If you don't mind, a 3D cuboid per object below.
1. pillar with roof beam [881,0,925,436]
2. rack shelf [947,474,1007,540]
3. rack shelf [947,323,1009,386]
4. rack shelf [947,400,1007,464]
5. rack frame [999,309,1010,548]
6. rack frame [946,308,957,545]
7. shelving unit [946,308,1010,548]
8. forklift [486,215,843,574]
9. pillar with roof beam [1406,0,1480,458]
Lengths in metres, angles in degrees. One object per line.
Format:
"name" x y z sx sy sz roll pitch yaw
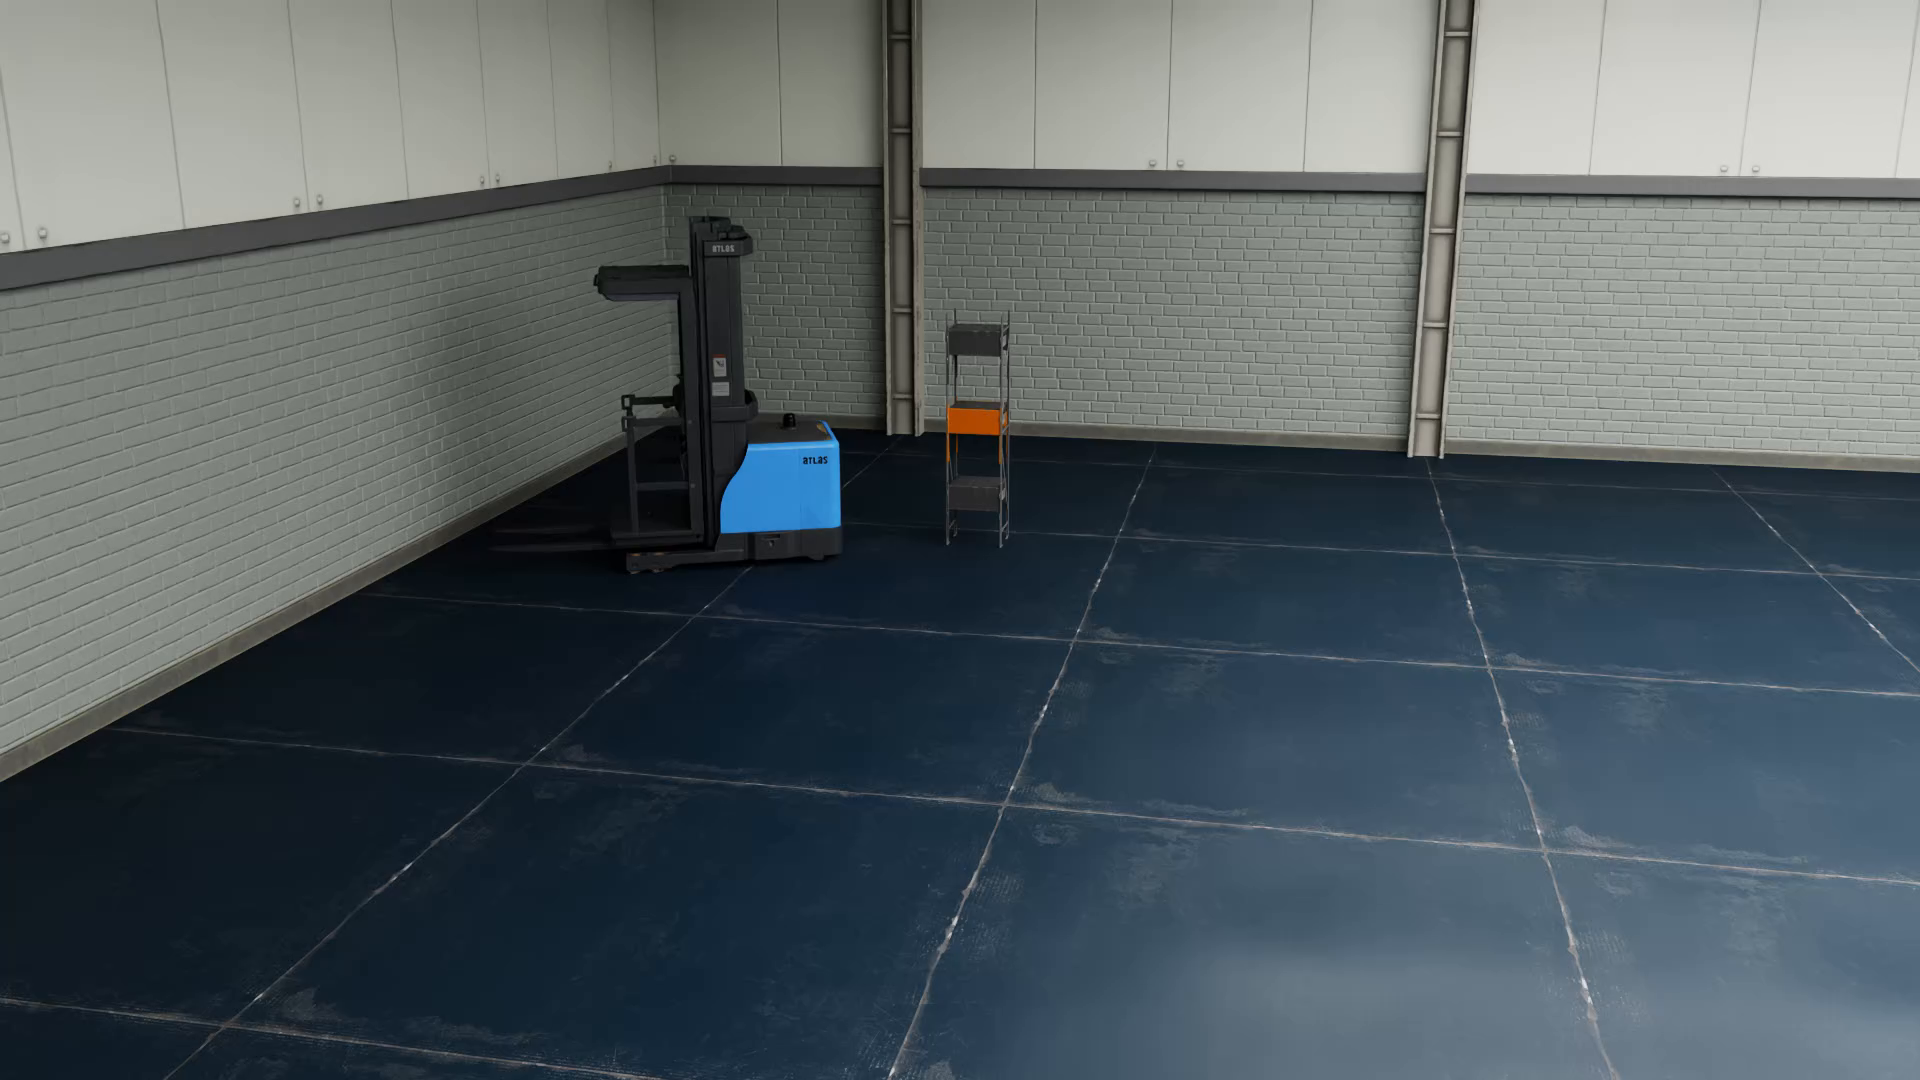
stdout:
"pillar with roof beam" -1.508 -4.490 14.604 0.400 9.000 9.100 3 16 11
"rack shelf" 0.162 -0.315 15.128 0.480 0.518 0.431 3 16 11
"rack shelf" 0.162 -1.665 14.755 0.480 0.518 0.431 3 16 11
"rack shelf" 0.162 -0.990 14.942 0.480 0.518 0.431 3 16 11
"rack frame" 0.401 -0.990 14.891 0.015 2.100 0.400 3 16 11
"rack frame" -0.077 -1.016 14.985 0.015 2.100 0.400 3 16 11
"shelving unit" 0.162 -1.003 14.938 0.503 2.100 0.431 3 16 11
"forklift" -2.599 -1.279 14.376 3.031 2.935 1.130 -3 16 -11
"pillar with roof beam" 4.372 -4.171 13.451 0.400 9.000 9.100 3 16 11
